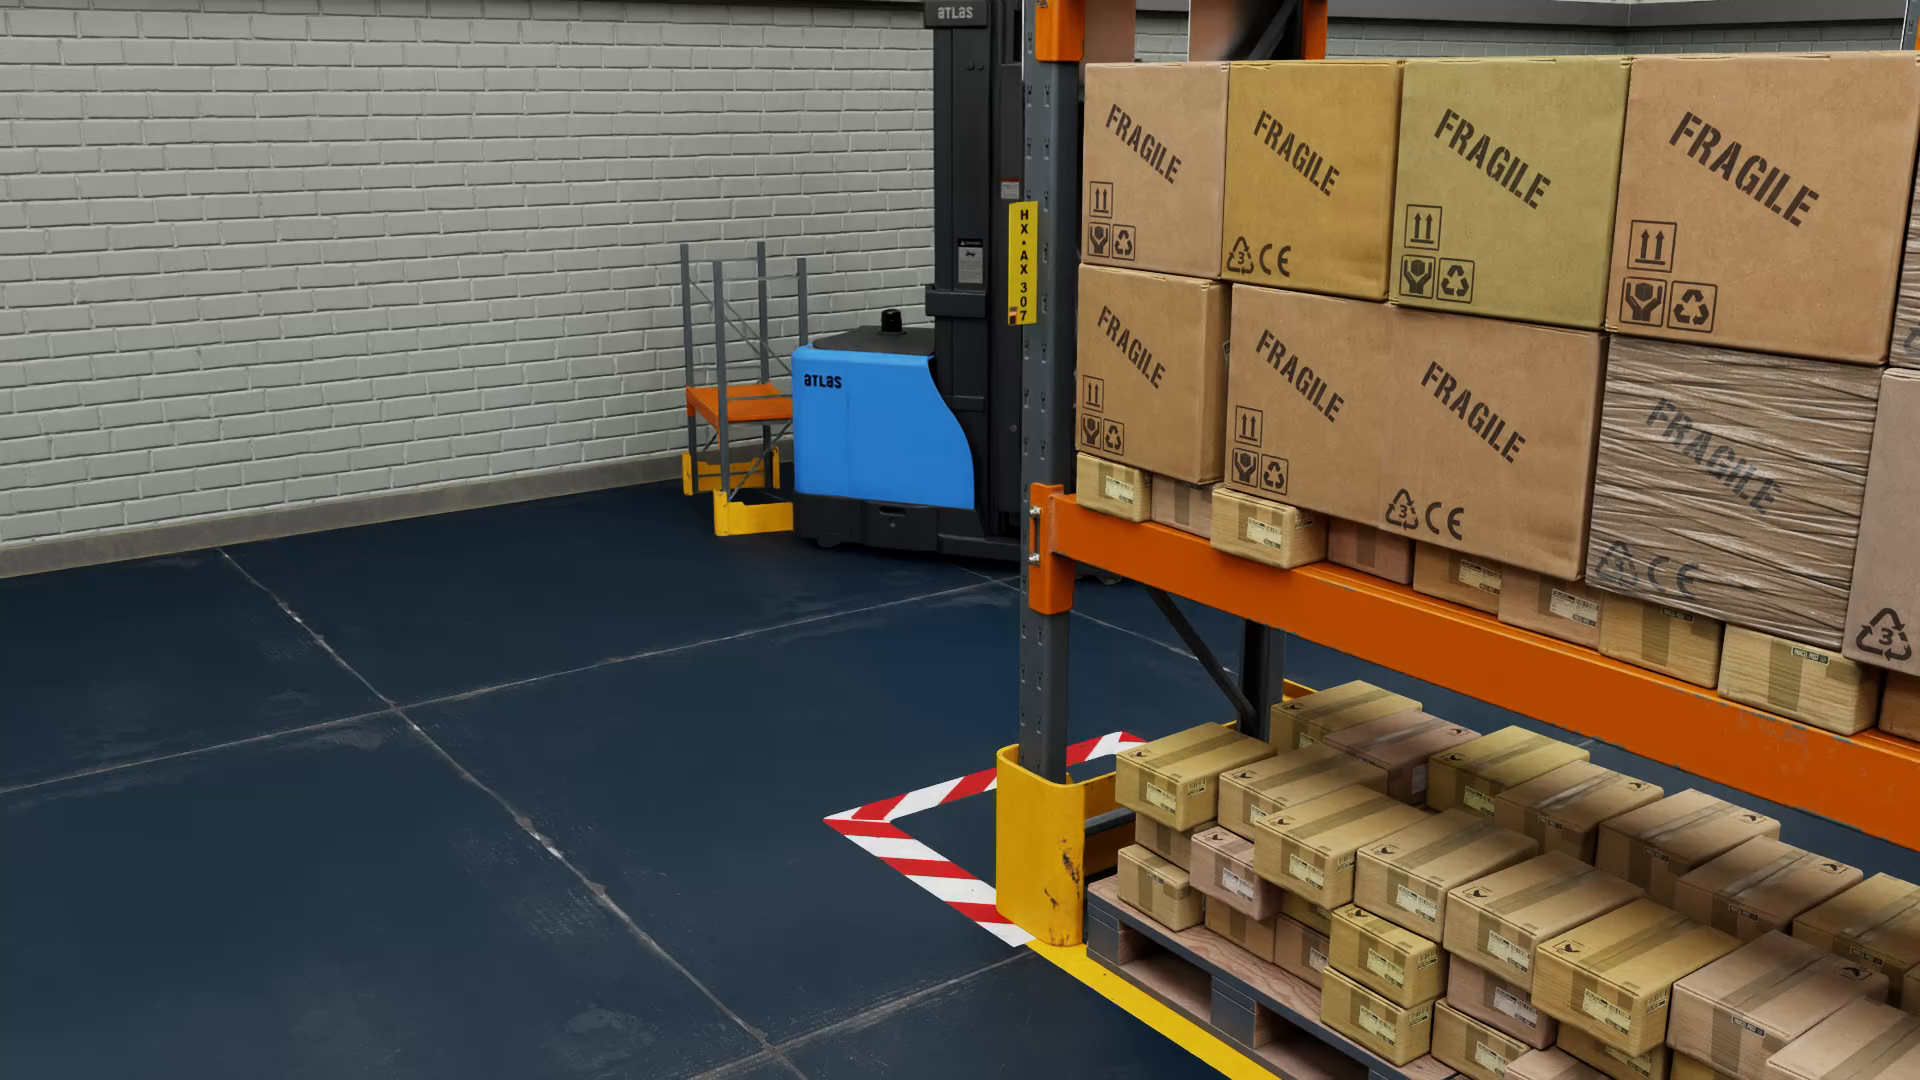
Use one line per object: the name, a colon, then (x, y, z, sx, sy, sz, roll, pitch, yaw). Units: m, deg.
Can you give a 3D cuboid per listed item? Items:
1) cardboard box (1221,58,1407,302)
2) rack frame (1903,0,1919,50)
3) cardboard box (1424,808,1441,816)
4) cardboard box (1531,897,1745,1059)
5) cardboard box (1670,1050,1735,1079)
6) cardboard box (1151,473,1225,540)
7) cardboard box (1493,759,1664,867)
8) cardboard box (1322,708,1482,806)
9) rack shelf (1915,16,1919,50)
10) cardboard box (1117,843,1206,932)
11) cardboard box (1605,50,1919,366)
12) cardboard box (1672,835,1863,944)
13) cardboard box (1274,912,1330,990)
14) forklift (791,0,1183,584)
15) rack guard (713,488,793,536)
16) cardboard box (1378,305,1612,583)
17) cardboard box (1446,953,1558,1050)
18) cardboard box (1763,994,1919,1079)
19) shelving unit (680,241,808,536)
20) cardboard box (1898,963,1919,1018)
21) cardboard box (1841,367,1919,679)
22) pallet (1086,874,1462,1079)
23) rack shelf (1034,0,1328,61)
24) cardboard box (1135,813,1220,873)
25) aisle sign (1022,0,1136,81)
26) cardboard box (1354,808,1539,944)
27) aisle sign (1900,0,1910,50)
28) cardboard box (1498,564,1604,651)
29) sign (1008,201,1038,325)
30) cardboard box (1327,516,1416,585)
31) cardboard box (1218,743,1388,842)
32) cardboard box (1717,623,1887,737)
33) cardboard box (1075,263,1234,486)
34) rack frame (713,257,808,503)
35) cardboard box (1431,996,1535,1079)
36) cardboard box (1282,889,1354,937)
cardboard box: (0.962, -0.840, 3.817, 0.500, 0.500, 0.500, -10, 18, -33)
rack frame: (4.556, -1.200, 7.778, 1.000, 3.000, 0.127, -11, 19, -35)
cardboard box: (1.459, 0.798, 4.519, 0.380, 0.149, 0.250, -12, 19, -37)
cardboard box: (1.434, 0.918, 3.517, 0.380, 0.149, 0.250, -11, 19, -34)
cardboard box: (1.682, 1.101, 3.413, 0.380, 0.149, 0.250, -10, 18, -32)
cardboard box: (0.719, -0.121, 4.311, 0.380, 0.149, 0.250, -10, 18, -33)
cardboard box: (1.585, 0.713, 4.268, 0.380, 0.149, 0.250, -12, 19, -37)
cardboard box: (1.229, 0.612, 4.636, 0.380, 0.149, 0.250, -10, 18, -33)
rack shelf: (5.732, -1.873, 5.917, 1.077, 0.370, 4.000, -11, 19, -35)
cardboard box: (0.660, 0.924, 4.622, 0.380, 0.149, 0.250, -10, 18, -33)
cardboard box: (1.552, -0.617, 3.003, 0.500, 0.500, 0.500, -12, 19, -36)
cardboard box: (1.853, 0.835, 3.822, 0.380, 0.149, 0.250, -12, 19, -36)
cardboard box: (1.032, 1.019, 4.275, 0.380, 0.149, 0.250, -11, 19, -34)
forklift: (0.674, -1.353, 8.466, 3.031, 2.935, 1.130, 6, 16, 20)
rack guard: (-1.073, -0.176, 9.246, 0.587, 0.250, 0.087, -5, 16, -18)
cardboard box: (1.265, -0.246, 3.540, 0.500, 0.500, 0.500, -11, 19, -34)
cardboard box: (1.338, 0.990, 3.818, 0.380, 0.149, 0.250, -12, 19, -37)
cardboard box: (1.717, 1.027, 3.119, 0.380, 0.149, 0.250, -12, 19, -36)
shelving unit: (-1.235, -0.903, 9.535, 0.587, 1.500, 1.083, -5, 16, -18)
cardboard box: (2.143, 0.945, 3.419, 0.380, 0.149, 0.250, -12, 19, -37)
cardboard box: (1.854, -0.024, 2.730, 0.500, 0.500, 0.500, -11, 19, -35)
pallet: (1.105, 1.130, 4.547, 1.003, 0.211, 1.213, -11, 19, -35)
rack shelf: (1.787, -1.083, 3.030, 1.077, 0.370, 4.000, -11, 19, -35)
cardboard box: (0.711, 0.771, 4.619, 0.380, 0.149, 0.250, -10, 18, -32)
aisle sign: (0.325, -1.633, 4.436, 0.394, 0.787, 0.004, -11, 19, -35)
cardboard box: (1.161, 0.794, 3.970, 0.380, 0.149, 0.250, -12, 19, -37)
aisle sign: (4.279, -2.424, 7.326, 0.394, 0.787, 0.004, -11, 19, -35)
cardboard box: (1.359, 0.098, 3.512, 0.380, 0.149, 0.250, -11, 19, -36)
sign: (0.172, -0.743, 4.470, 0.100, 0.325, 0.005, -11, 19, -35)
cardboard box: (1.098, -0.021, 3.946, 0.380, 0.149, 0.250, -10, 18, -32)
cardboard box: (0.904, 0.680, 4.386, 0.380, 0.149, 0.250, -10, 18, -34)
cardboard box: (1.628, 0.218, 3.073, 0.380, 0.149, 0.250, -10, 18, -33)
cardboard box: (0.651, -0.463, 4.332, 0.500, 0.500, 0.500, -10, 18, -32)
rack frame: (-1.067, -0.774, 9.063, 0.500, 1.500, 0.032, -5, 16, -18)
cardboard box: (1.320, 1.131, 3.868, 0.380, 0.149, 0.250, -11, 19, -34)
cardboard box: (1.042, 0.877, 4.233, 0.380, 0.149, 0.250, -11, 19, -34)
